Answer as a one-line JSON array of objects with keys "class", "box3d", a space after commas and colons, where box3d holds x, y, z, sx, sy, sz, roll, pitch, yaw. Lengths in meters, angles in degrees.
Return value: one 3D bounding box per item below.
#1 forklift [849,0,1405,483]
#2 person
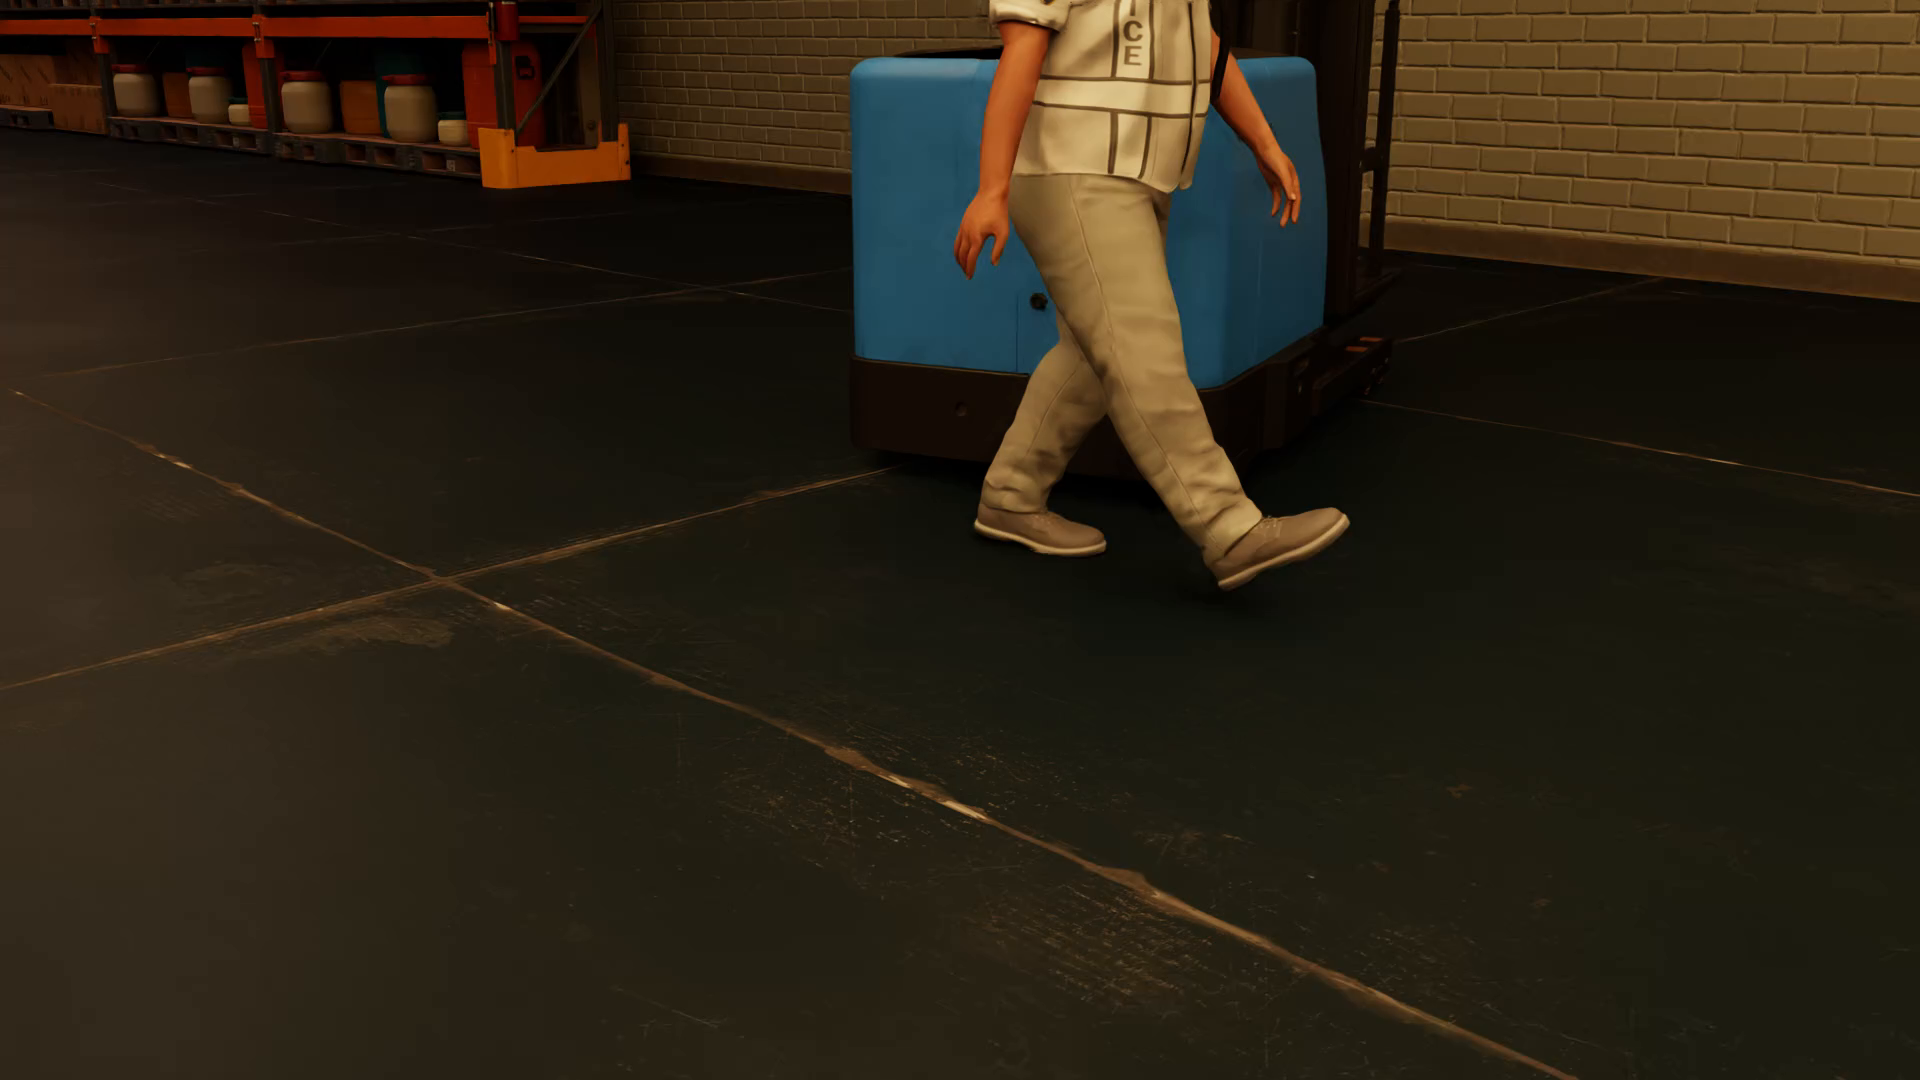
[{"class": "forklift", "box3d": [0.806, -1.919, 5.145, 1.130, 2.935, 3.031, 8, 19, 25]}, {"class": "person", "box3d": [0.392, -0.719, 3.358, 0.924, 1.696, 0.718, 9, 19, 27]}]
